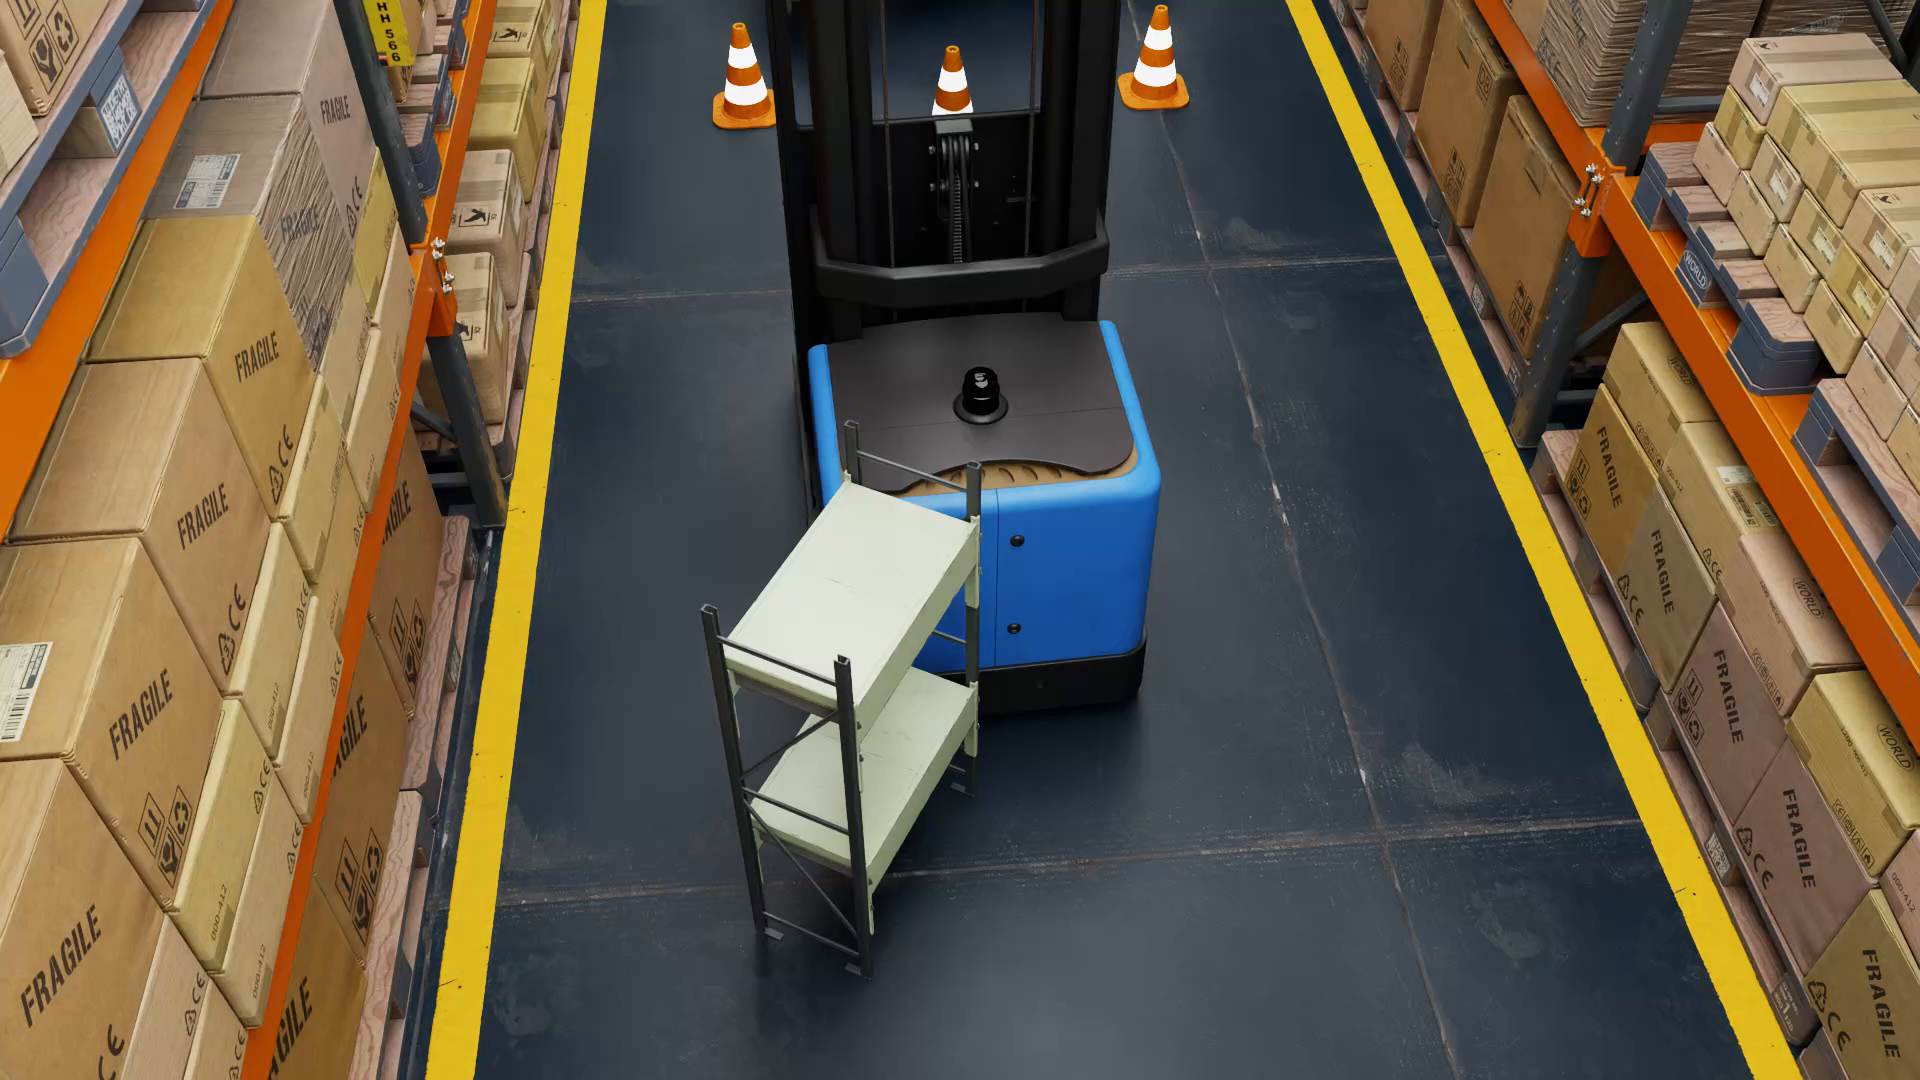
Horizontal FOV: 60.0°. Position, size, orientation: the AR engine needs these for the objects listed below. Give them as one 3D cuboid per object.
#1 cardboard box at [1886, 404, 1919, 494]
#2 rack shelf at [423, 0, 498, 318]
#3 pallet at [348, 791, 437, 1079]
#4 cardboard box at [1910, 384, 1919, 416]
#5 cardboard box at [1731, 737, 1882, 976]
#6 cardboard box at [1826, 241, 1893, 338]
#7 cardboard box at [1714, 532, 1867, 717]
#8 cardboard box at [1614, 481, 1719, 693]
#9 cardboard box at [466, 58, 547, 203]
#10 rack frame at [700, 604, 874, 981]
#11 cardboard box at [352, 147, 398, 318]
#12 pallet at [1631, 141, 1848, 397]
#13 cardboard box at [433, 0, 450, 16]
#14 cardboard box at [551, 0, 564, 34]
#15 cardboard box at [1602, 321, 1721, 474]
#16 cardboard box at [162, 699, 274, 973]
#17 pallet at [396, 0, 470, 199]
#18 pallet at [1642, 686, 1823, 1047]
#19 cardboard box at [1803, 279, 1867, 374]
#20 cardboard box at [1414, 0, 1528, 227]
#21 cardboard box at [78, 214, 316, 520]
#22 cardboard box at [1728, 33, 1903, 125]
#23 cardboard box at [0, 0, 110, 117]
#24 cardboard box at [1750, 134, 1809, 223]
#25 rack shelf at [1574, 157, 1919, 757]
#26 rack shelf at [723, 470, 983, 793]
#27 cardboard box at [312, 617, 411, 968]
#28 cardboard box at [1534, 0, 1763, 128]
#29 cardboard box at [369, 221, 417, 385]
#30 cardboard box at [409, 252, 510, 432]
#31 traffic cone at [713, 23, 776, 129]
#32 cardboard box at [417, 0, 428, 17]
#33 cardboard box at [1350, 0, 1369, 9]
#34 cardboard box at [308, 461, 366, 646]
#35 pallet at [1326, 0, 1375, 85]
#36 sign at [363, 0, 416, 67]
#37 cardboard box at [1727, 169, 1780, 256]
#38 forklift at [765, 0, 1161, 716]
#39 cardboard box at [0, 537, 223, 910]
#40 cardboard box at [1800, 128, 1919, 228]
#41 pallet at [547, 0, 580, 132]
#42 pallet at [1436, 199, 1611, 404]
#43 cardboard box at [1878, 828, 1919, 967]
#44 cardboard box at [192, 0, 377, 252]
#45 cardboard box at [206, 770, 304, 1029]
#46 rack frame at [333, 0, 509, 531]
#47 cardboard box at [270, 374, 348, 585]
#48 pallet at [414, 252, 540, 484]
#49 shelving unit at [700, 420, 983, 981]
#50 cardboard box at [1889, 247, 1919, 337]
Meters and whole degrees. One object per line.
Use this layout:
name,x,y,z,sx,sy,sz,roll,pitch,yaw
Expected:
cardboard box,2.650,-0.226,4.282,0.380,0.149,0.250,-3,47,-3
rack shelf,-2.390,-2.289,6.847,1.077,0.370,4.000,-3,47,-3
pallet,-2.133,1.325,4.849,1.003,0.211,1.213,-3,47,-3
cardboard box,2.651,-0.330,4.175,0.380,0.149,0.250,-4,47,-4
cardboard box,2.642,0.883,4.780,0.500,0.500,0.500,-4,47,-4
cardboard box,2.613,-0.690,4.516,0.380,0.149,0.250,-3,47,-3
cardboard box,2.589,0.234,4.879,0.500,0.250,0.500,-3,47,-3
cardboard box,2.552,0.143,5.481,0.500,0.500,0.500,-3,47,-3
cardboard box,-2.388,-1.822,7.430,0.950,0.372,0.625,-2,47,-2
rack frame,-0.443,0.740,4.516,0.400,1.500,0.023,19,49,17
cardboard box,-1.929,-0.874,4.771,0.500,0.250,0.500,-4,47,-3
pallet,2.867,-0.888,5.157,1.213,0.211,1.003,-3,47,-3
cardboard box,-2.035,-2.001,5.963,0.380,0.149,0.250,-3,47,-3
cardboard box,-2.511,-2.845,8.399,0.950,0.372,0.625,-3,47,-3
cardboard box,2.518,-0.492,5.566,0.500,0.250,0.500,-5,47,-5
cardboard box,-1.731,0.607,3.368,0.500,0.250,0.500,-3,47,-3
pallet,-2.389,-1.532,5.767,1.213,0.211,1.003,-3,47,-3
pallet,2.864,0.942,5.213,1.003,0.211,1.213,-3,47,-3
cardboard box,2.607,-0.601,4.637,0.380,0.149,0.250,-2,47,-1
cardboard box,2.663,-1.912,7.255,1.050,0.750,0.750,-3,47,-3
cardboard box,-1.833,-0.379,3.785,0.500,0.500,0.500,-3,47,-3
cardboard box,2.547,-1.376,4.962,0.380,0.149,0.250,-3,47,-3
cardboard box,-1.786,-1.042,2.747,0.500,0.500,0.500,-3,47,-3
cardboard box,2.566,-1.065,4.872,0.380,0.149,0.250,-1,47,-1
rack shelf,2.869,0.231,4.460,1.077,0.370,4.000,-3,47,-3
rack shelf,-0.286,0.232,4.460,0.431,0.370,0.720,19,49,17
cardboard box,-2.177,0.648,4.745,0.875,0.875,0.875,-3,47,-3
cardboard box,2.396,-1.807,5.827,0.500,0.500,0.500,-3,47,-3
cardboard box,-1.922,-0.687,4.938,0.500,0.250,0.500,-5,47,-5
cardboard box,-2.260,-0.739,6.405,0.950,0.372,0.625,-6,47,-6
traffic cone,-1.059,-2.299,8.108,0.336,0.463,0.334,-3,47,-3
cardboard box,-2.081,-2.086,5.597,0.500,0.500,0.500,-1,47,-1
cardboard box,2.508,-3.284,8.555,1.050,0.750,0.750,-4,47,-3
cardboard box,-1.837,0.047,4.243,0.500,0.250,0.500,-4,47,-4
pallet,2.506,-2.845,8.799,1.003,0.211,1.213,-3,47,-3
sign,-1.670,-1.523,4.829,0.100,0.325,0.005,-3,47,-3
cardboard box,2.560,-0.991,5.006,0.380,0.149,0.250,-1,47,-1
forklift,-0.082,-1.461,5.615,1.130,2.935,3.031,-5,47,-5
cardboard box,-1.748,0.362,3.084,0.500,0.500,0.500,-5,47,-4
cardboard box,2.588,-1.008,4.612,0.380,0.149,0.250,-4,47,-4
pallet,-2.491,-2.461,8.435,1.003,0.211,1.213,-3,47,-3
pallet,2.710,-1.079,7.127,1.003,0.211,1.213,-3,47,-3
cardboard box,2.692,0.992,4.160,0.500,0.250,0.500,-1,47,-1
cardboard box,-1.919,-1.109,4.477,0.500,0.500,0.500,-5,47,-4
cardboard box,-1.734,0.776,3.552,0.500,0.250,0.500,-4,47,-4
rack frame,-2.223,-1.089,5.215,1.000,3.000,0.127,-3,47,-3
cardboard box,-1.819,-0.135,4.070,0.500,0.250,0.500,-5,47,-4
pallet,-2.287,-0.696,6.763,1.003,0.211,1.213,-3,47,-3
shelving unit,-0.286,0.500,4.744,0.431,1.500,0.755,19,49,17
cardboard box,2.634,-0.620,4.245,0.380,0.149,0.250,-2,47,-1
